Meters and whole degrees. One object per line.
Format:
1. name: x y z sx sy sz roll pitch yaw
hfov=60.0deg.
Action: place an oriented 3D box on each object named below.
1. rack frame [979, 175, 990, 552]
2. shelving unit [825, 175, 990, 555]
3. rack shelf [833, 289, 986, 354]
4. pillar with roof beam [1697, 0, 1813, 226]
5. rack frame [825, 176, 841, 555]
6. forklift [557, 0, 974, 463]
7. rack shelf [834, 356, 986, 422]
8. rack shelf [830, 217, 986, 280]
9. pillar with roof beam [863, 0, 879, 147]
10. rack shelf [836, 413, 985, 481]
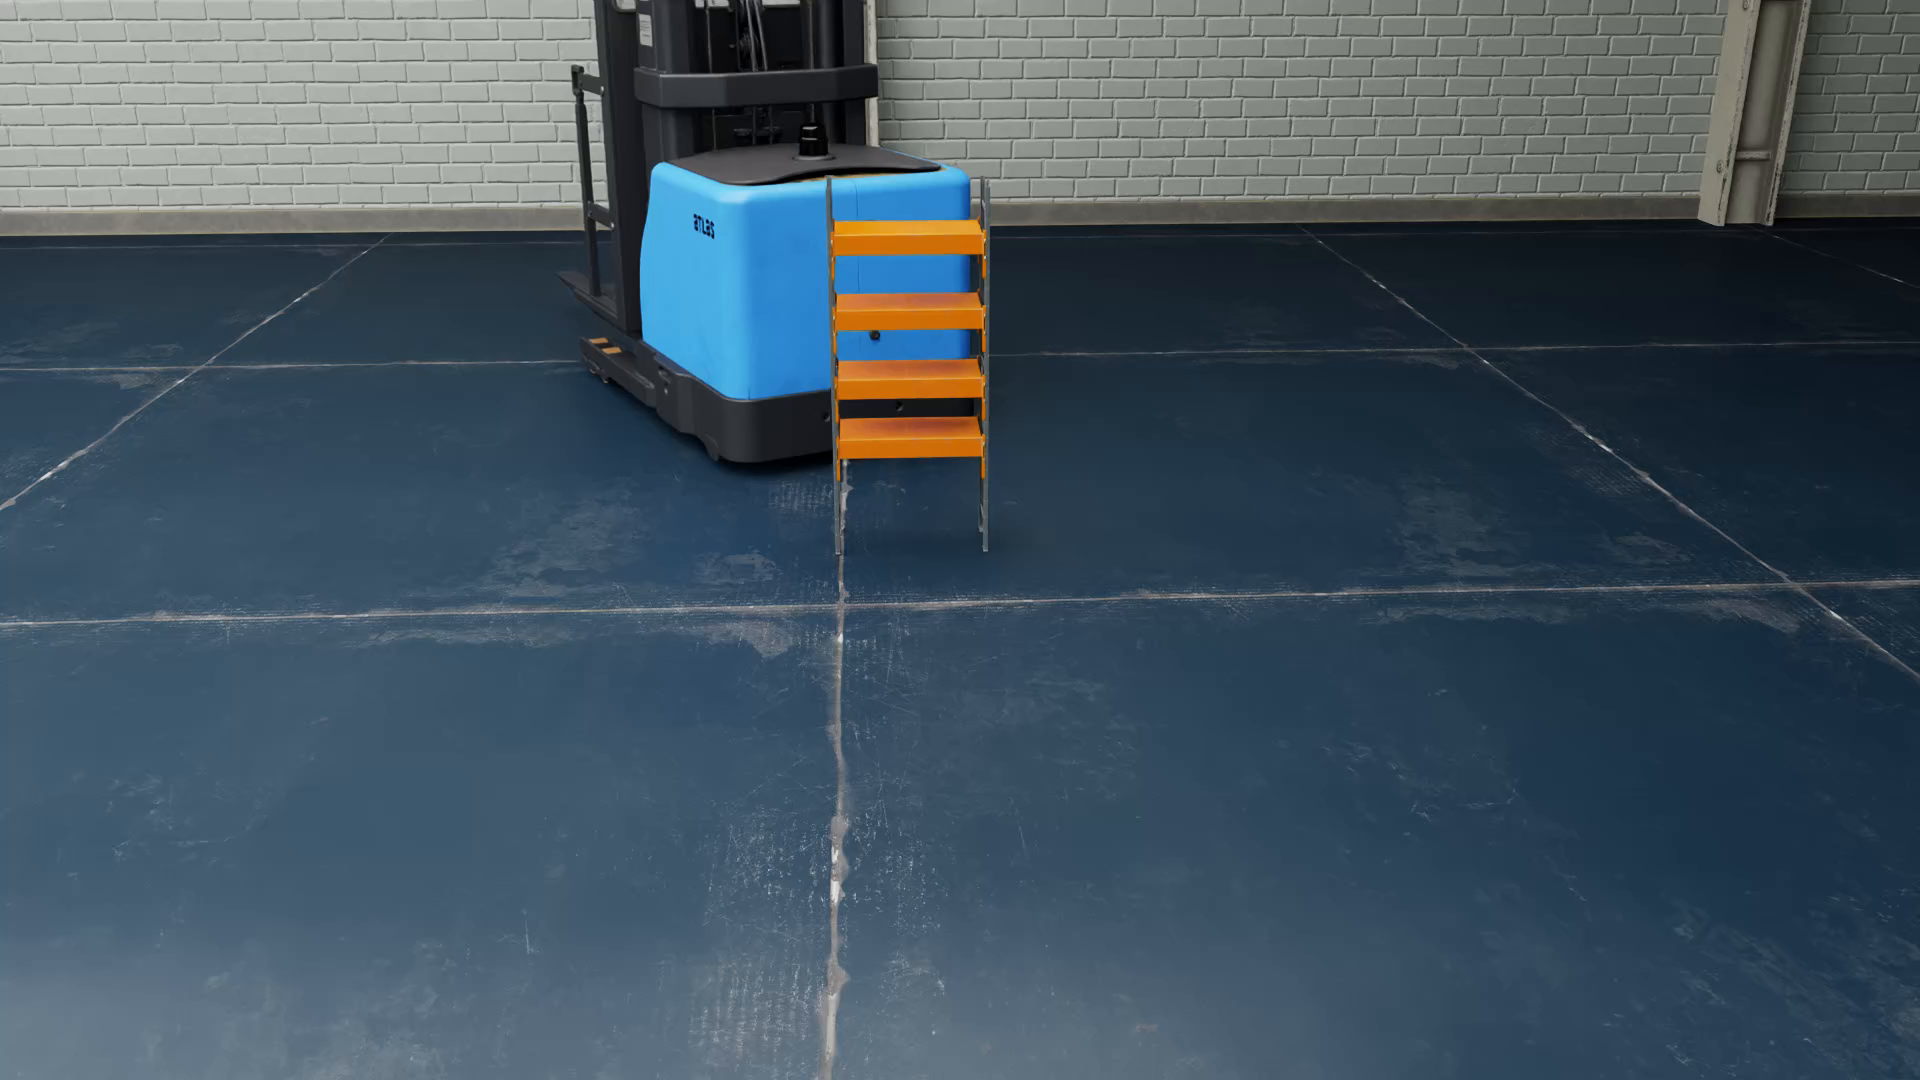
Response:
1. rack frame: 0.078 -0.562 5.412 0.015 1.200 0.240 -1 21 -3
2. shelving unit: -0.165 -0.557 5.399 0.503 1.200 0.258 -1 21 -3
3. rack shelf: -0.165 -0.704 5.343 0.480 0.148 0.258 -1 21 -3
4. pillar with roof beam: 5.511 -4.842 5.693 0.400 9.000 9.100 -1 21 -3
5. rack frame: -0.409 -0.552 5.386 0.015 1.200 0.240 -1 21 -3
6. forklift: -1.084 -2.137 7.115 1.130 2.935 3.031 -11 23 -26
7. rack shelf: -0.165 -0.495 5.423 0.480 0.148 0.258 -1 21 -3
8. rack shelf: -0.165 -0.925 5.259 0.480 0.148 0.258 -1 21 -3
9. pillar with roof beam: -0.479 -4.721 5.372 0.400 9.000 9.100 -1 21 -3
10. rack shelf: -0.165 -0.309 5.493 0.480 0.148 0.258 -1 21 -3
